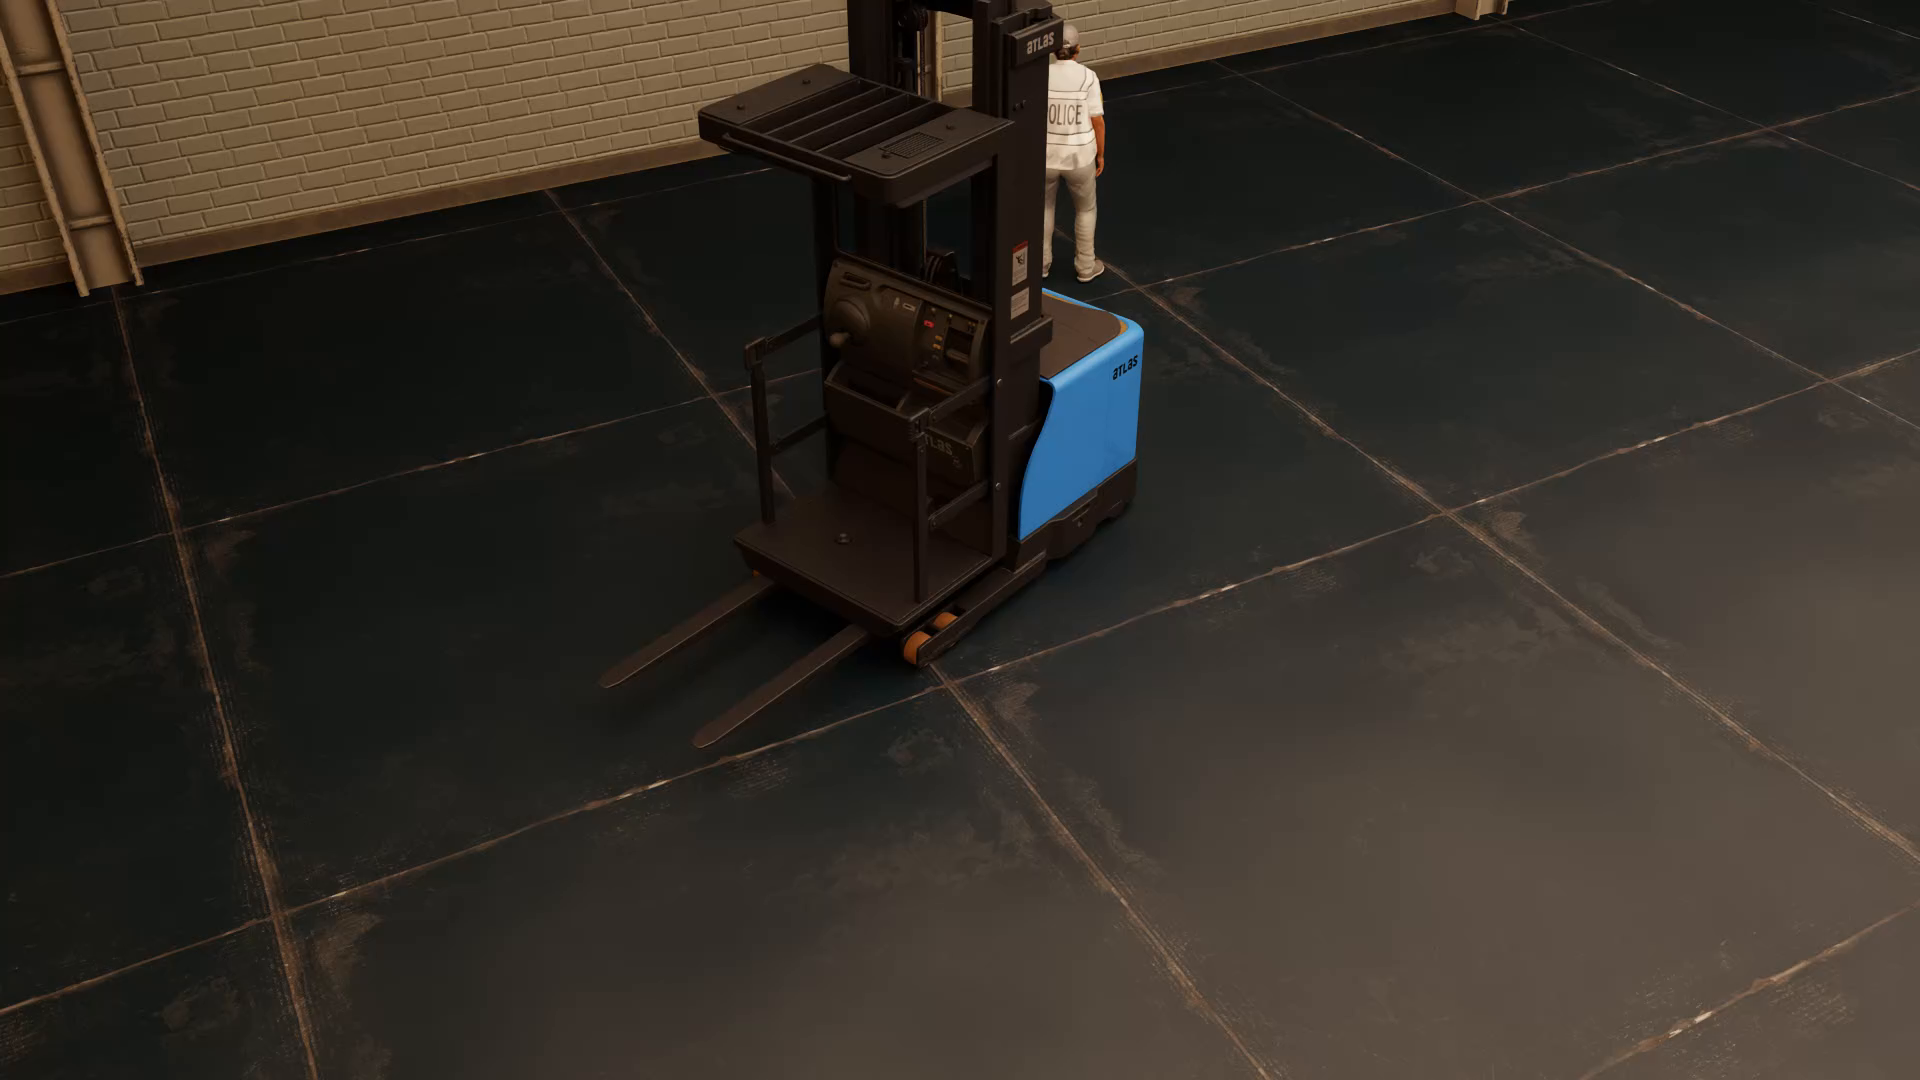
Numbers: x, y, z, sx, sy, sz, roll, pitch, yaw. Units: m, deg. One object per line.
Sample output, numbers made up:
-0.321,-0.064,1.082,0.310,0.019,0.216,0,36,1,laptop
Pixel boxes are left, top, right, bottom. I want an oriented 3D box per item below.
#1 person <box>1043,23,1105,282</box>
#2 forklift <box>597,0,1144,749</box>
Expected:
0.684,-2.479,10.729,0.556,1.665,0.467,6,36,9,person
-0.390,-0.927,7.434,1.130,2.935,3.031,26,43,31,forklift
